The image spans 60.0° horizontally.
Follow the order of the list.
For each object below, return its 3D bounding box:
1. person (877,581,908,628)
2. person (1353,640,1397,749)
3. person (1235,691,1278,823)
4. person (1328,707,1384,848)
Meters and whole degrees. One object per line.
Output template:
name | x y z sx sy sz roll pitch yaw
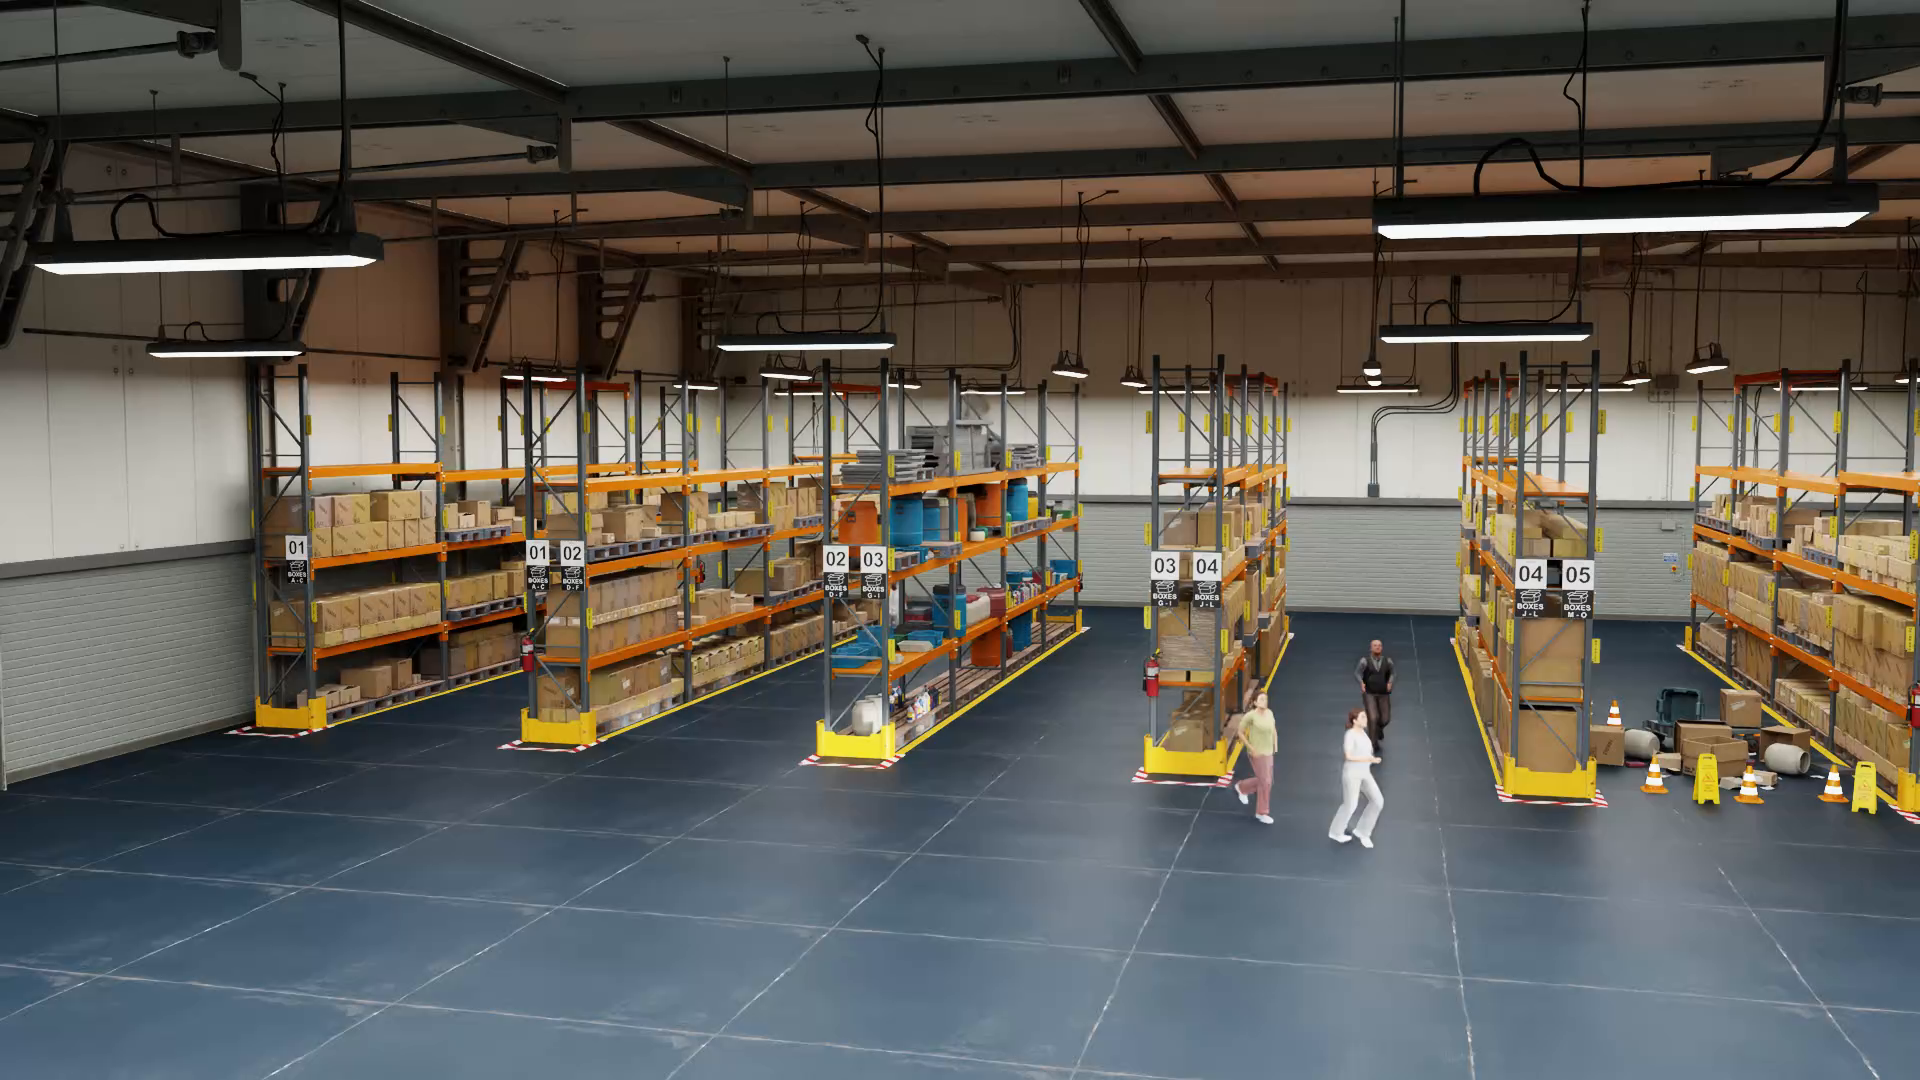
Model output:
person | -1.453 1.591 35.739 0.681 1.724 0.937 0 4 -1
person | 6.446 2.385 25.816 0.660 1.674 0.626 0 4 5
person | 3.764 2.725 21.200 0.584 1.669 0.711 -2 5 -30
person | 4.715 2.823 19.706 0.523 1.699 0.733 -4 5 -42
